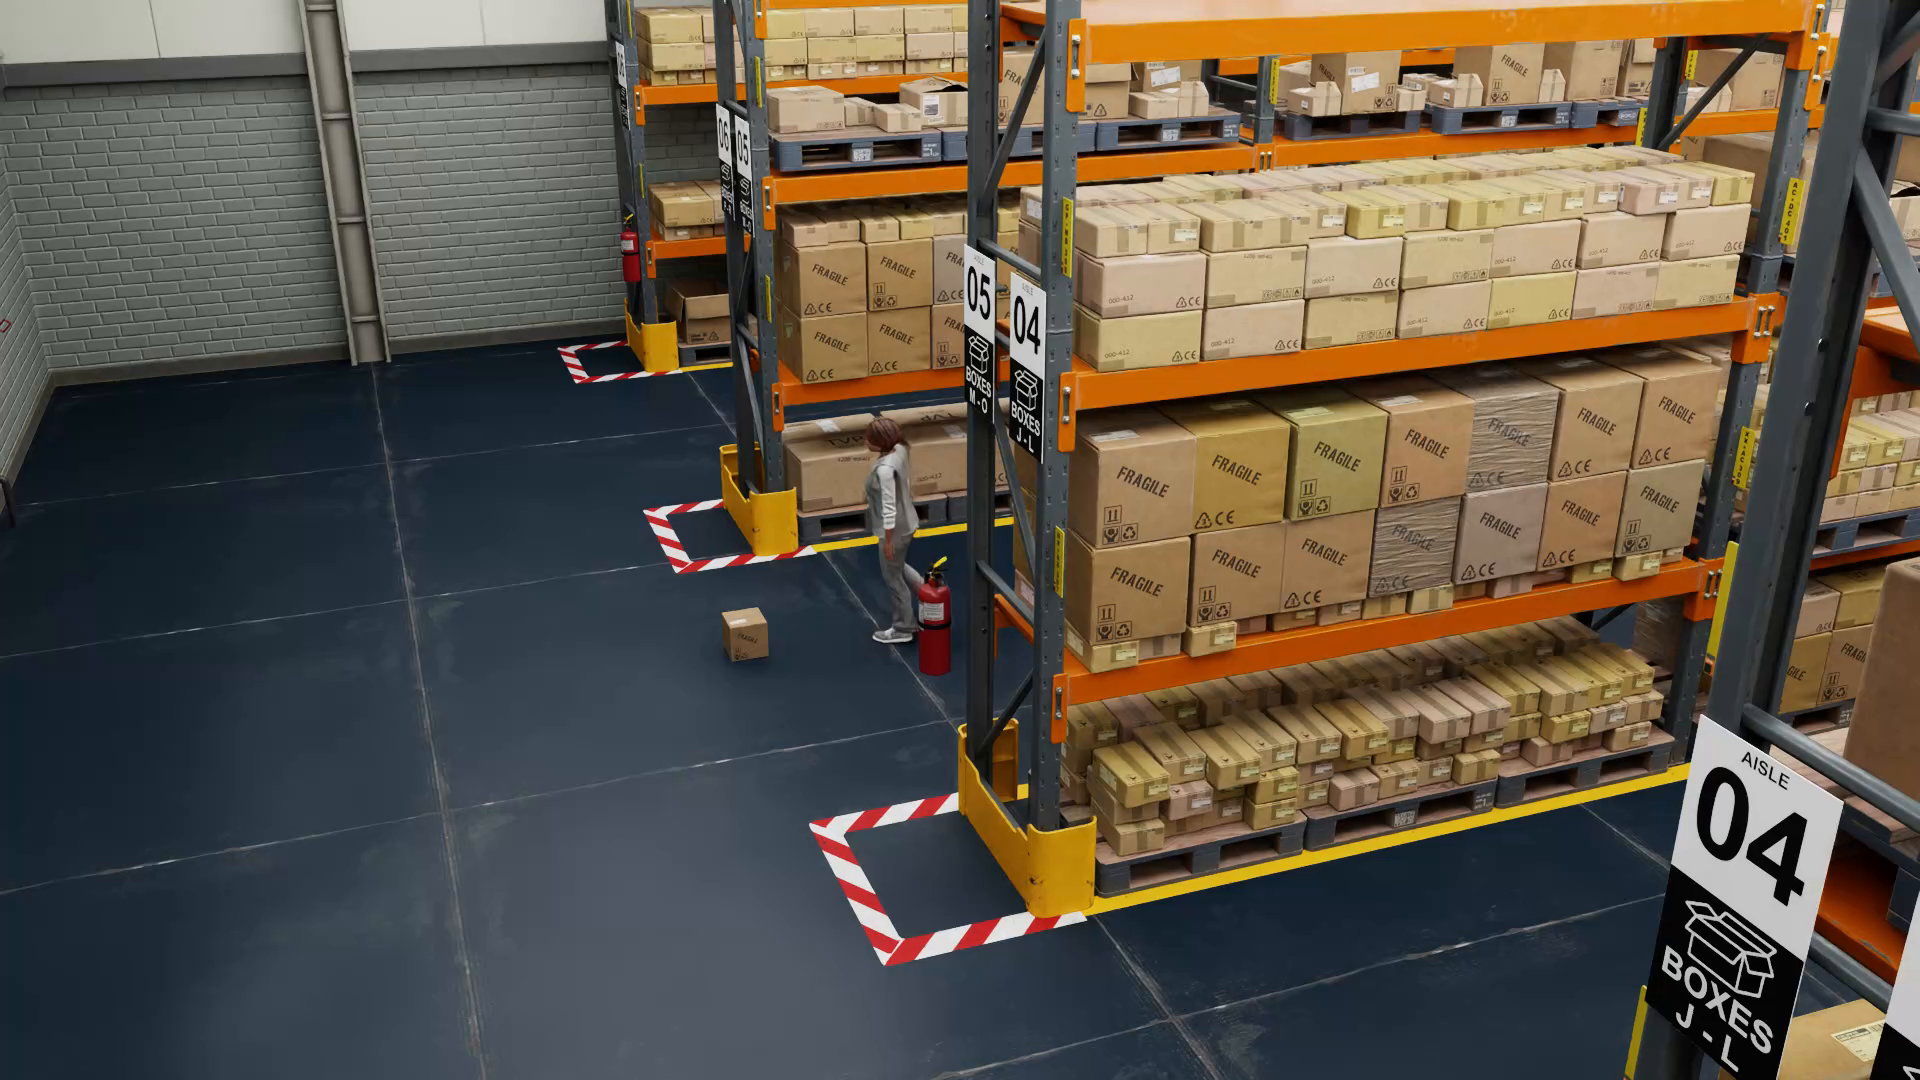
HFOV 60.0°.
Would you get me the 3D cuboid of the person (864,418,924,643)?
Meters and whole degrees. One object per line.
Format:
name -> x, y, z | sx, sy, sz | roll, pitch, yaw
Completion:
person -> -0.349, -0.054, 10.936 | 0.514, 1.593, 0.470 | 5, 23, 12
